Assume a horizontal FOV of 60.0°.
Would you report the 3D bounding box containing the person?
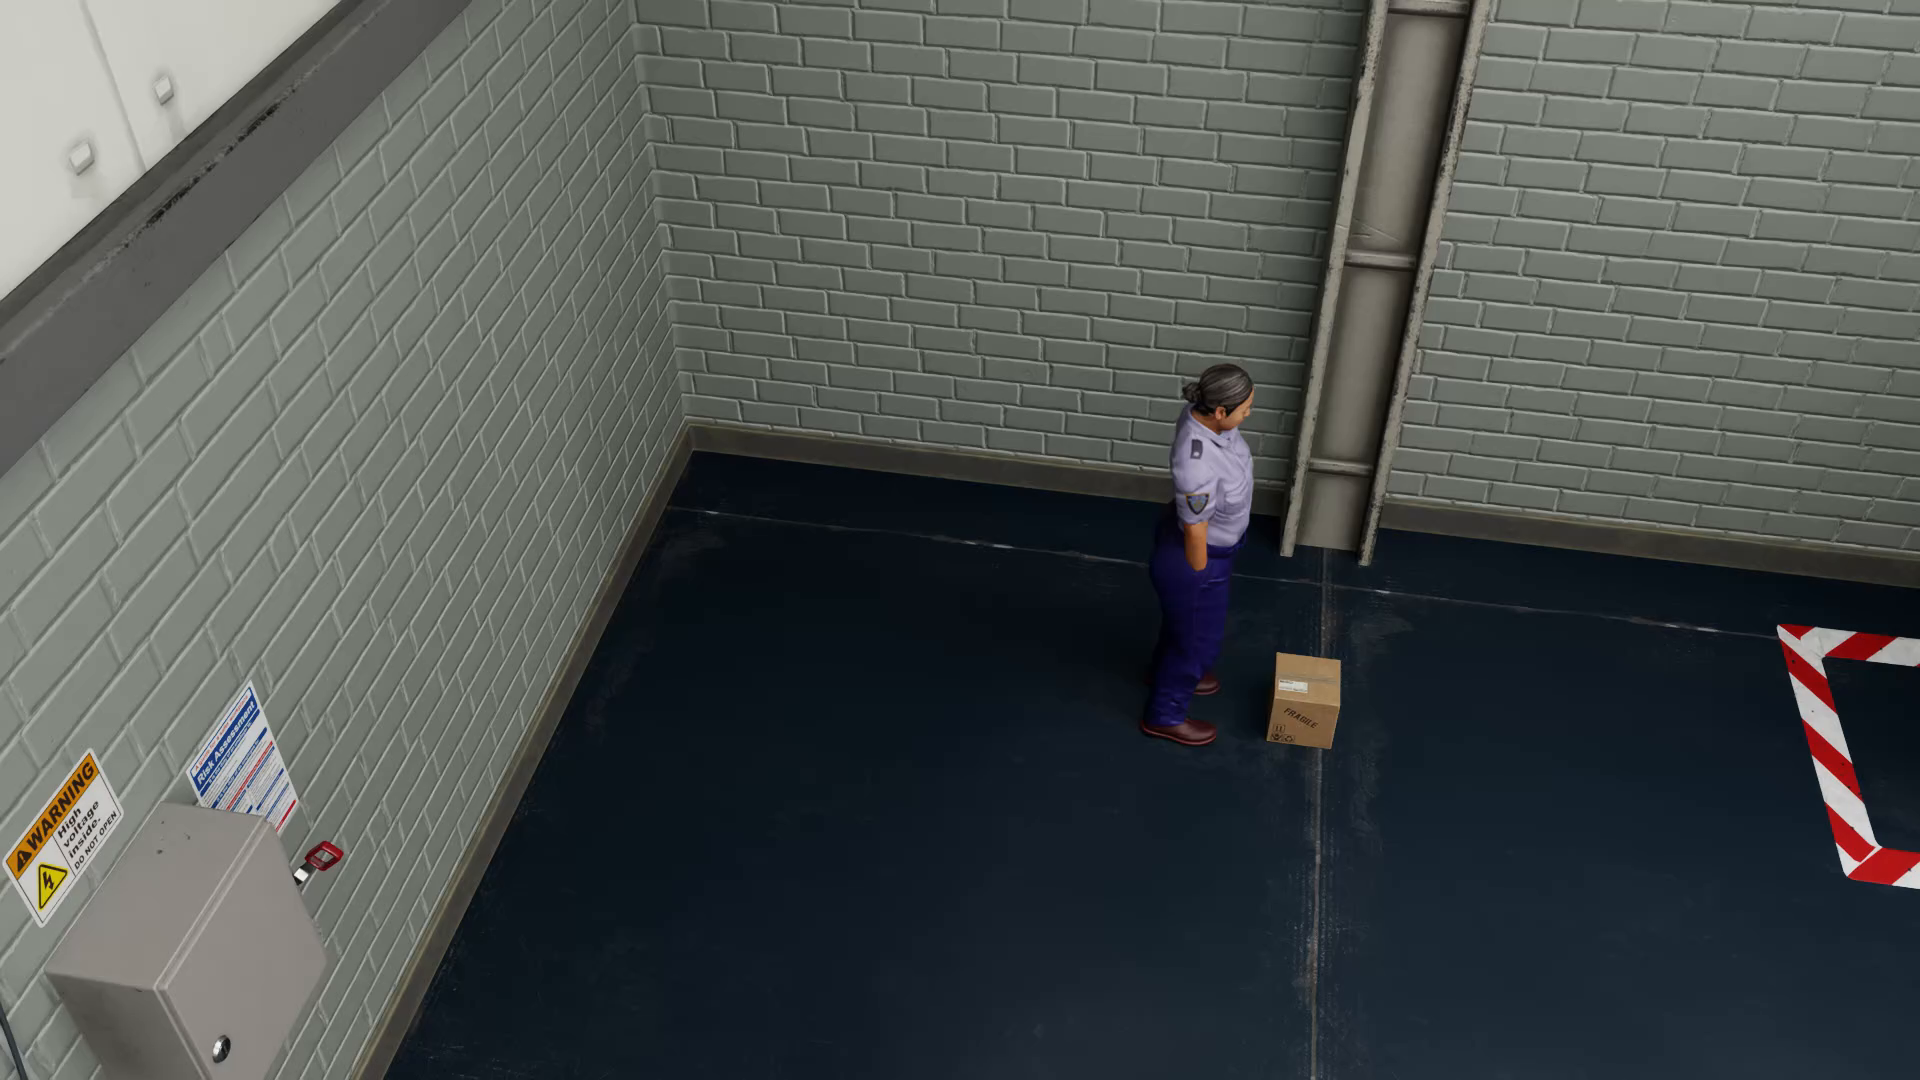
[{"bbox_3d":[0.878,0.042,6.143,0.339,1.628,0.474,7,41,8],"label":"person"}]
